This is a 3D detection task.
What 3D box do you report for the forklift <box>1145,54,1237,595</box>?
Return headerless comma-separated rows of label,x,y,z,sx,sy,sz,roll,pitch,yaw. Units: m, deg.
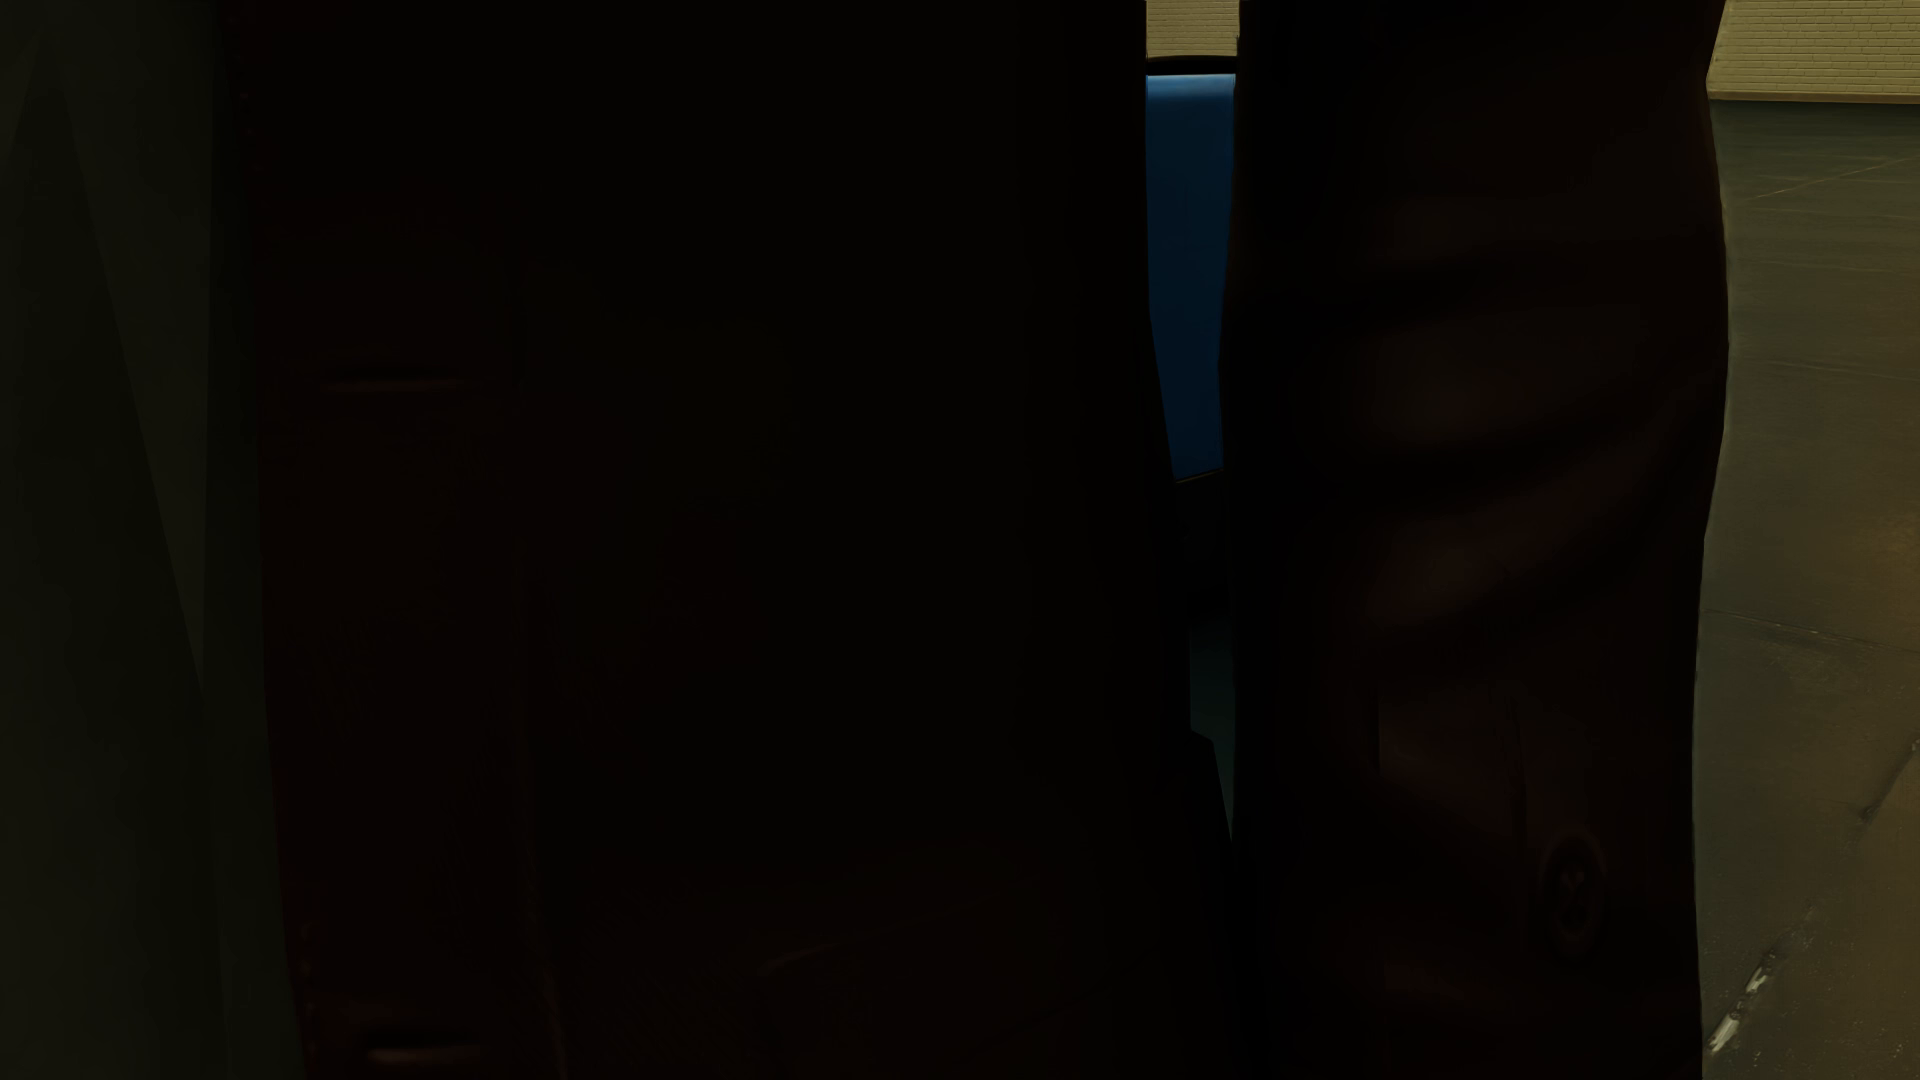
forklift,-0.498,-1.568,4.061,1.130,2.935,3.031,-16,23,-41
